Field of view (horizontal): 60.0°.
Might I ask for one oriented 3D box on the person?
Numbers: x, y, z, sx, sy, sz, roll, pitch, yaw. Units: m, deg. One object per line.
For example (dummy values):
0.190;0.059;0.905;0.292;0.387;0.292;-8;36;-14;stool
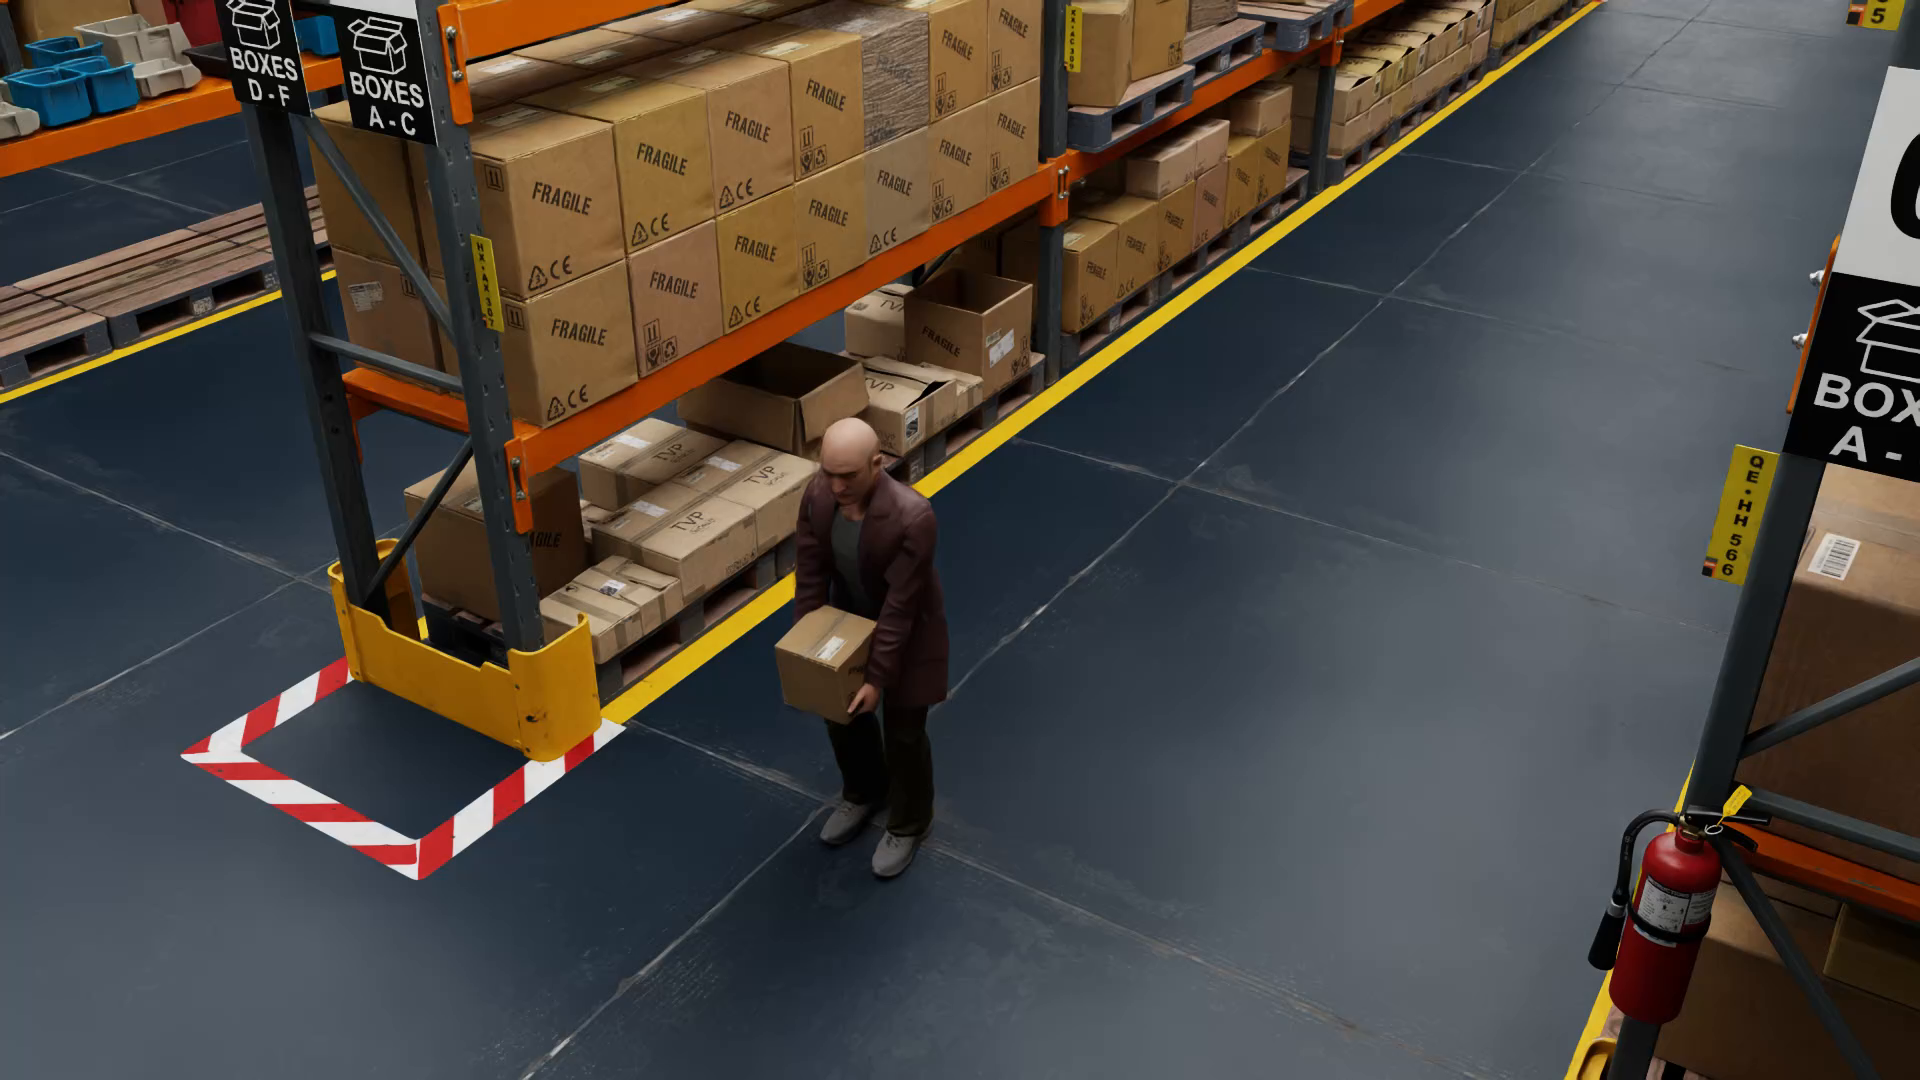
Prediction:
-0.316;0.349;5.583;0.528;1.744;0.599;17;34;27;person
